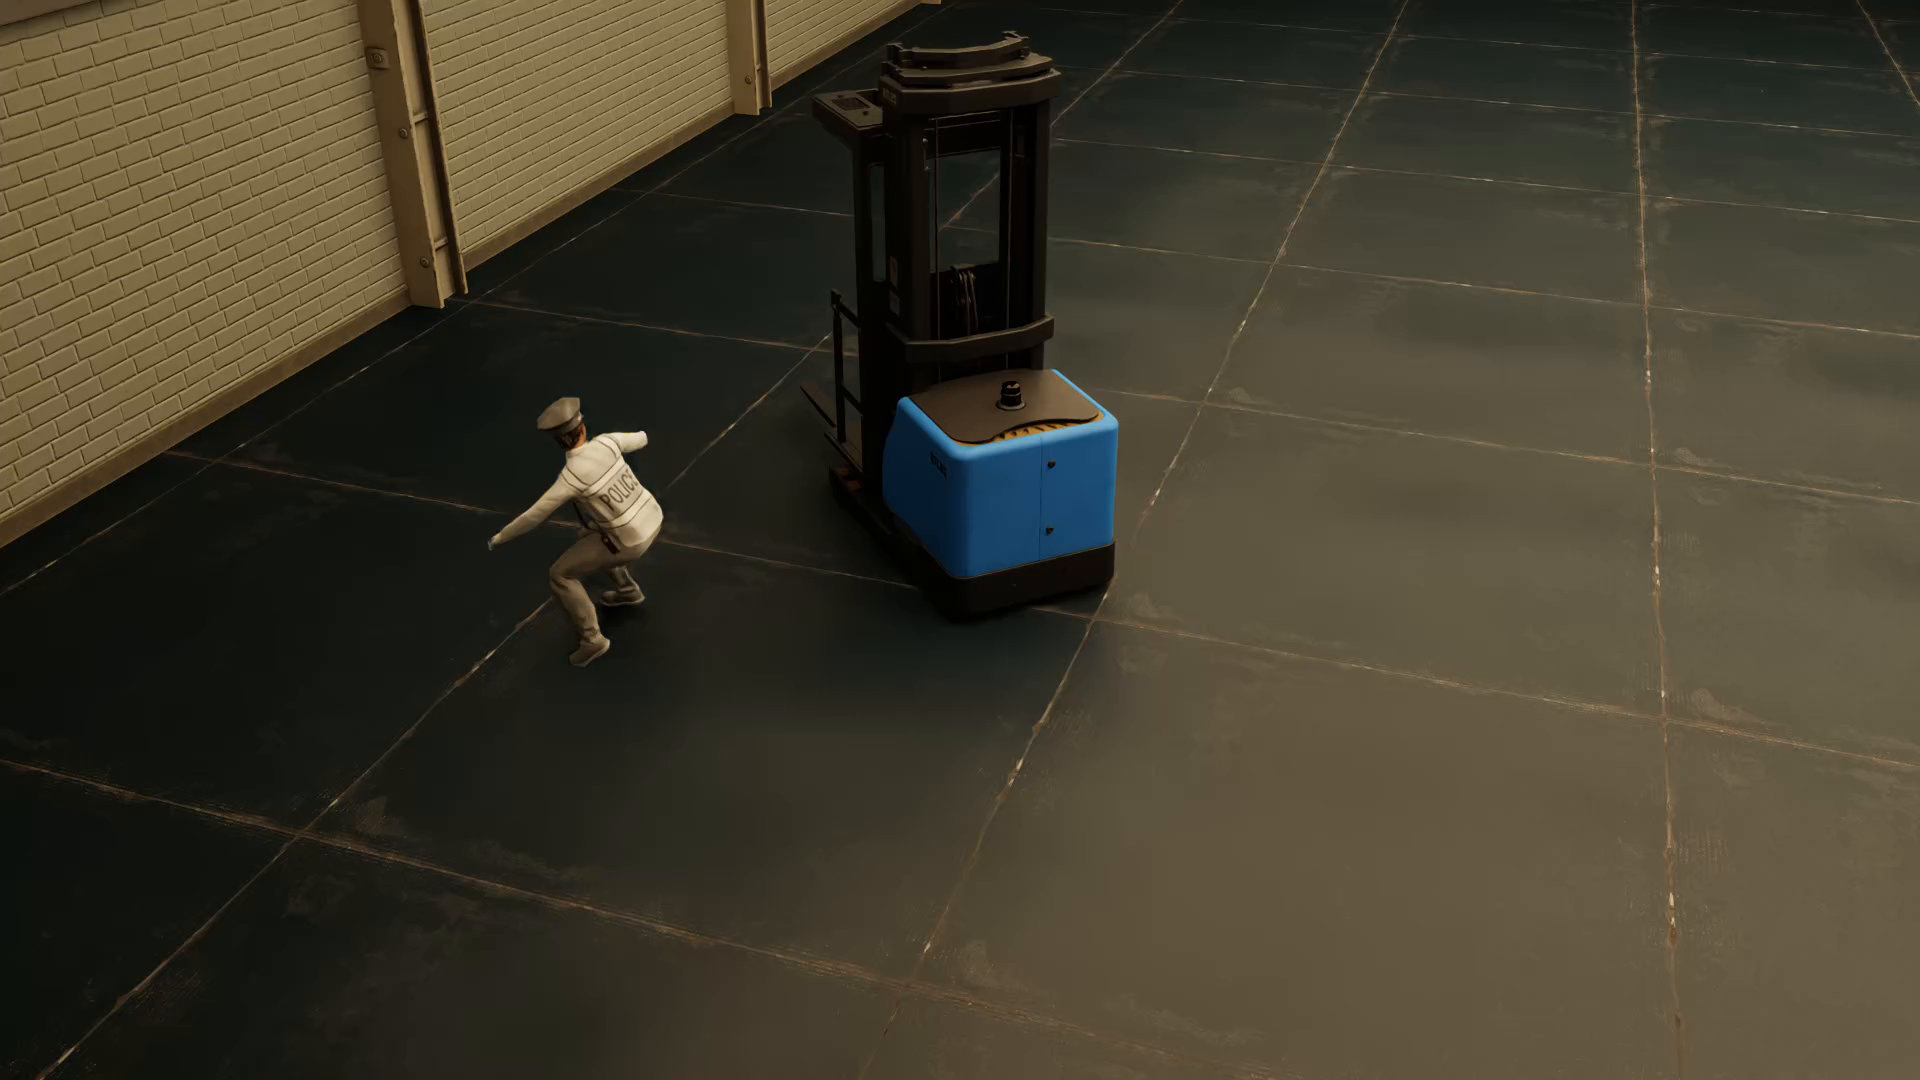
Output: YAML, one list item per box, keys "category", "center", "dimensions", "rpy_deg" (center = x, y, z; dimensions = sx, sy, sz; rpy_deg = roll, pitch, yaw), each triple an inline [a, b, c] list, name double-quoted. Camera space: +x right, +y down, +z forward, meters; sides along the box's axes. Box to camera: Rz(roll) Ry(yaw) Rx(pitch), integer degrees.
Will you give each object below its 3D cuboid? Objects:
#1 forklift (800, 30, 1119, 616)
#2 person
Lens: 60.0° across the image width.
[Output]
- category: "forklift"
  center: [-0.183, -1.564, 9.880]
  dimensions: [1.130, 2.935, 3.031]
  rpy_deg: [-13, 32, -21]
- category: "person"
  center: [-2.002, -0.107, 8.893]
  dimensions: [0.832, 1.429, 0.738]
  rpy_deg: [11, 32, 19]
